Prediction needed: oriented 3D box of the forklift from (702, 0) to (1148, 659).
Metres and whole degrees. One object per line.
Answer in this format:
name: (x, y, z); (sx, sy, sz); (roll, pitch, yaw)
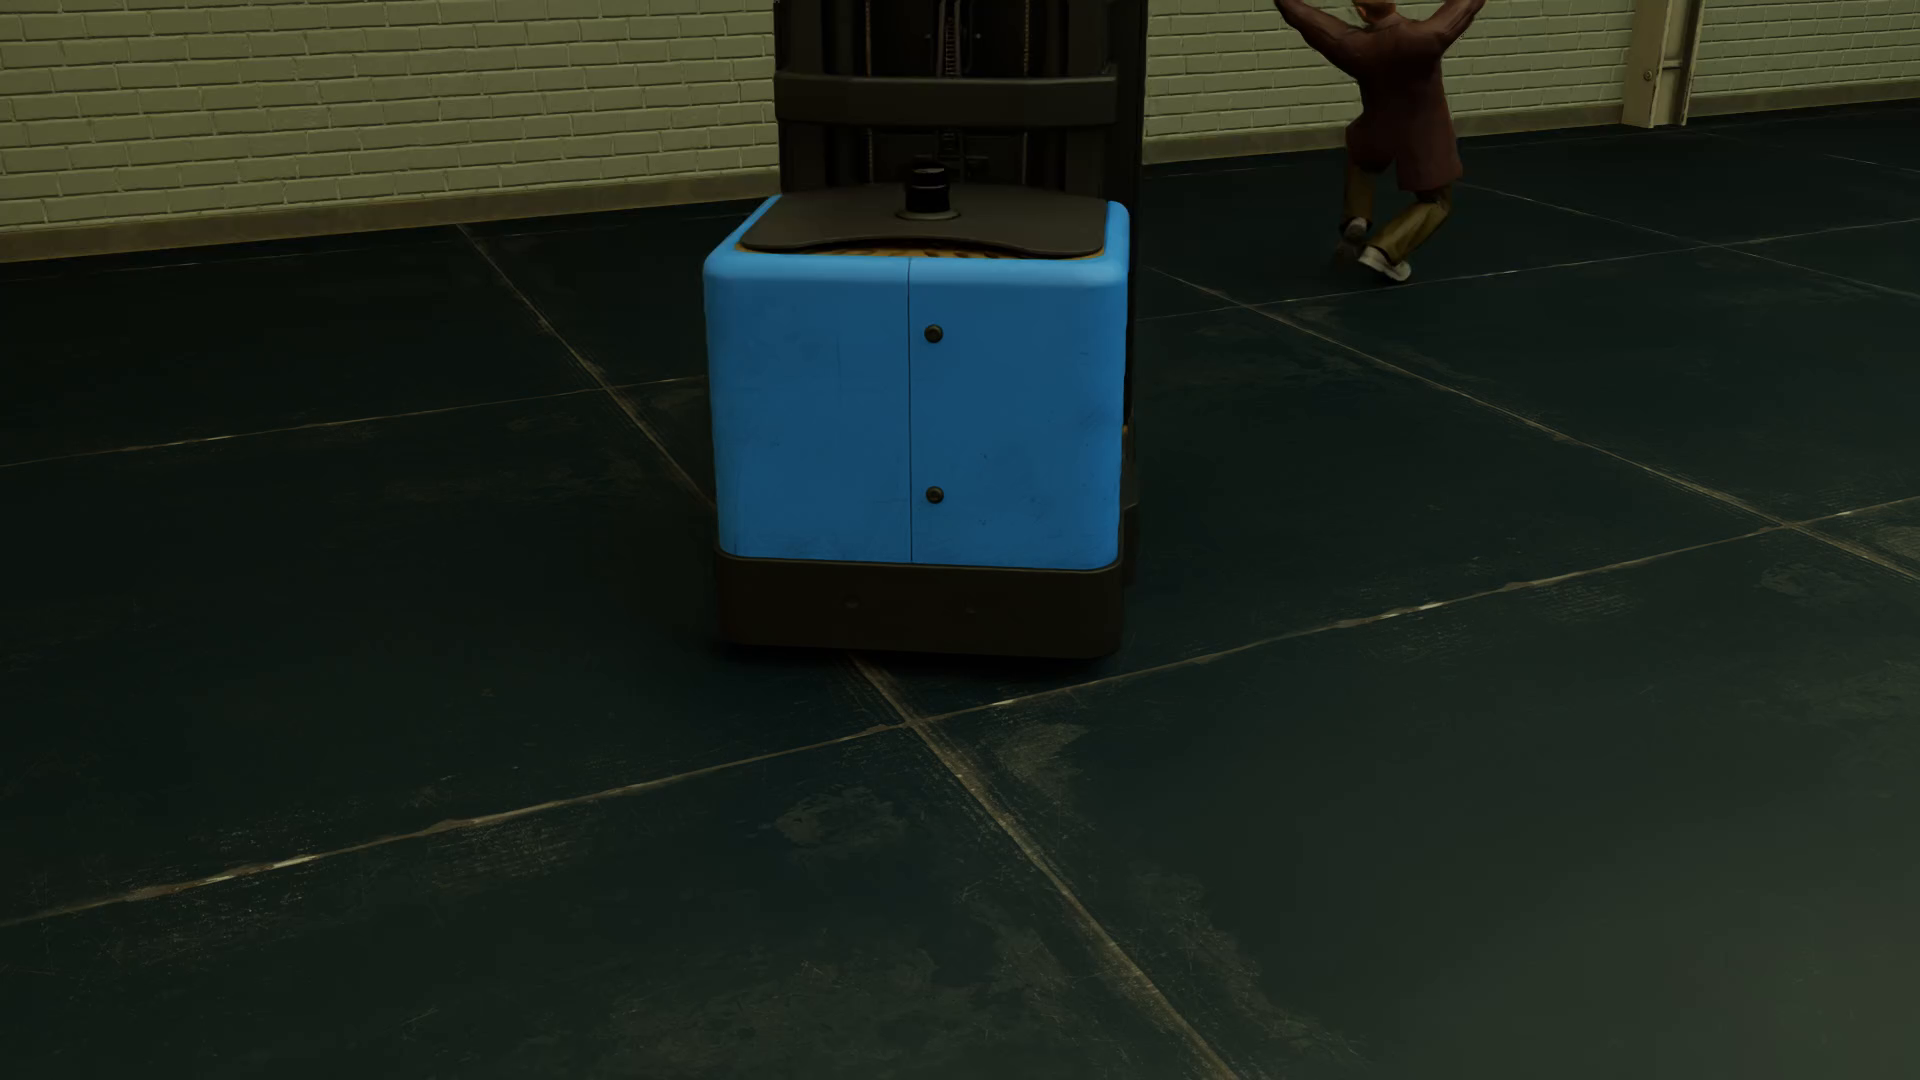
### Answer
forklift: (0.025, -1.579, 5.088); (1.130, 2.935, 3.031); (2, 23, 5)

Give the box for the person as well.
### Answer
person: (1.939, -2.134, 8.076); (1.137, 1.731, 0.823); (14, 27, 31)
